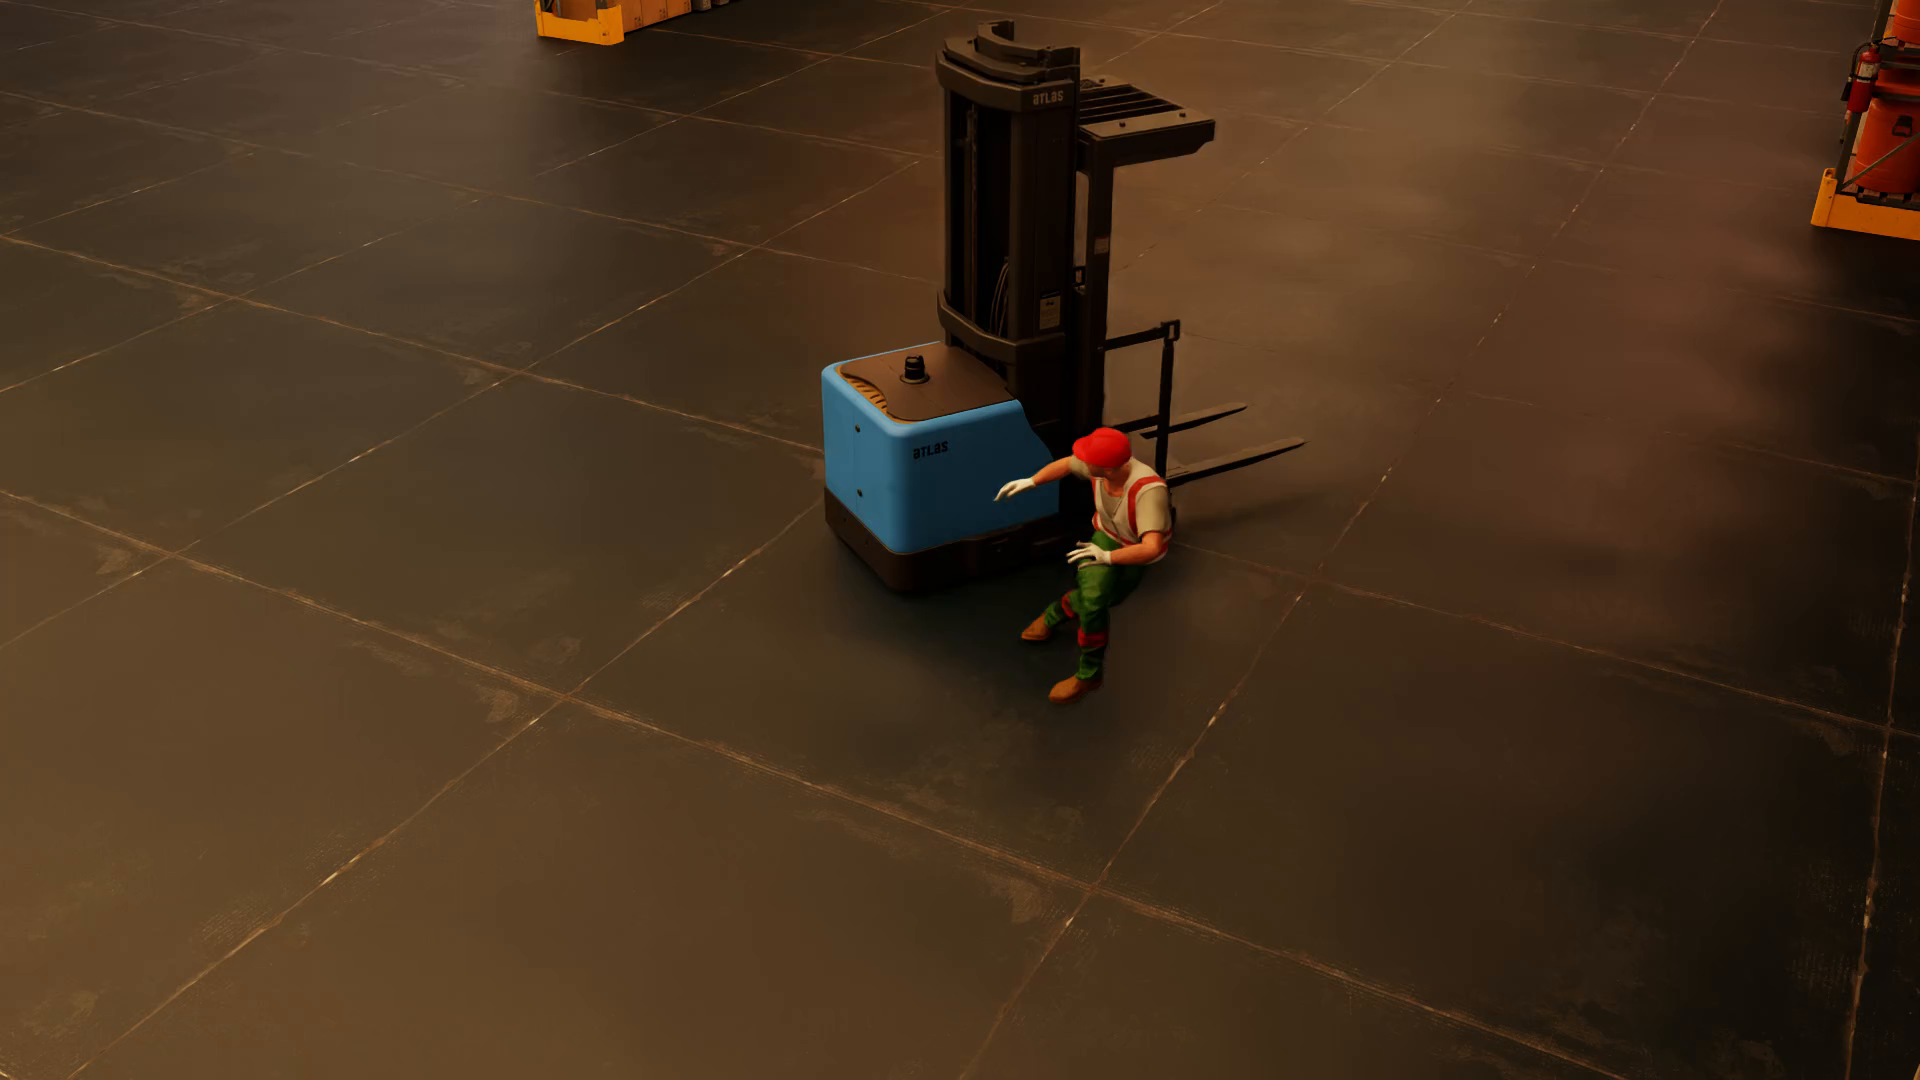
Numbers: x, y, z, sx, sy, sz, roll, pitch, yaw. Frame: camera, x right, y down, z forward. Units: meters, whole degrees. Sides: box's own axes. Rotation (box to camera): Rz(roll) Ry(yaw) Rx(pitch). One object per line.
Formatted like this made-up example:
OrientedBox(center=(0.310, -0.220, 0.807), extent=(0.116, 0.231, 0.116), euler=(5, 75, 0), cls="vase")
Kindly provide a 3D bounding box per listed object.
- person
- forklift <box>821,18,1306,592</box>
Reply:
OrientedBox(center=(0.596, 0.082, 8.309), extent=(1.000, 1.517, 0.946), euler=(15, 33, 24), cls="person")
OrientedBox(center=(0.727, -1.491, 9.654), extent=(3.031, 2.935, 1.130), euler=(-15, 33, -24), cls="forklift")
